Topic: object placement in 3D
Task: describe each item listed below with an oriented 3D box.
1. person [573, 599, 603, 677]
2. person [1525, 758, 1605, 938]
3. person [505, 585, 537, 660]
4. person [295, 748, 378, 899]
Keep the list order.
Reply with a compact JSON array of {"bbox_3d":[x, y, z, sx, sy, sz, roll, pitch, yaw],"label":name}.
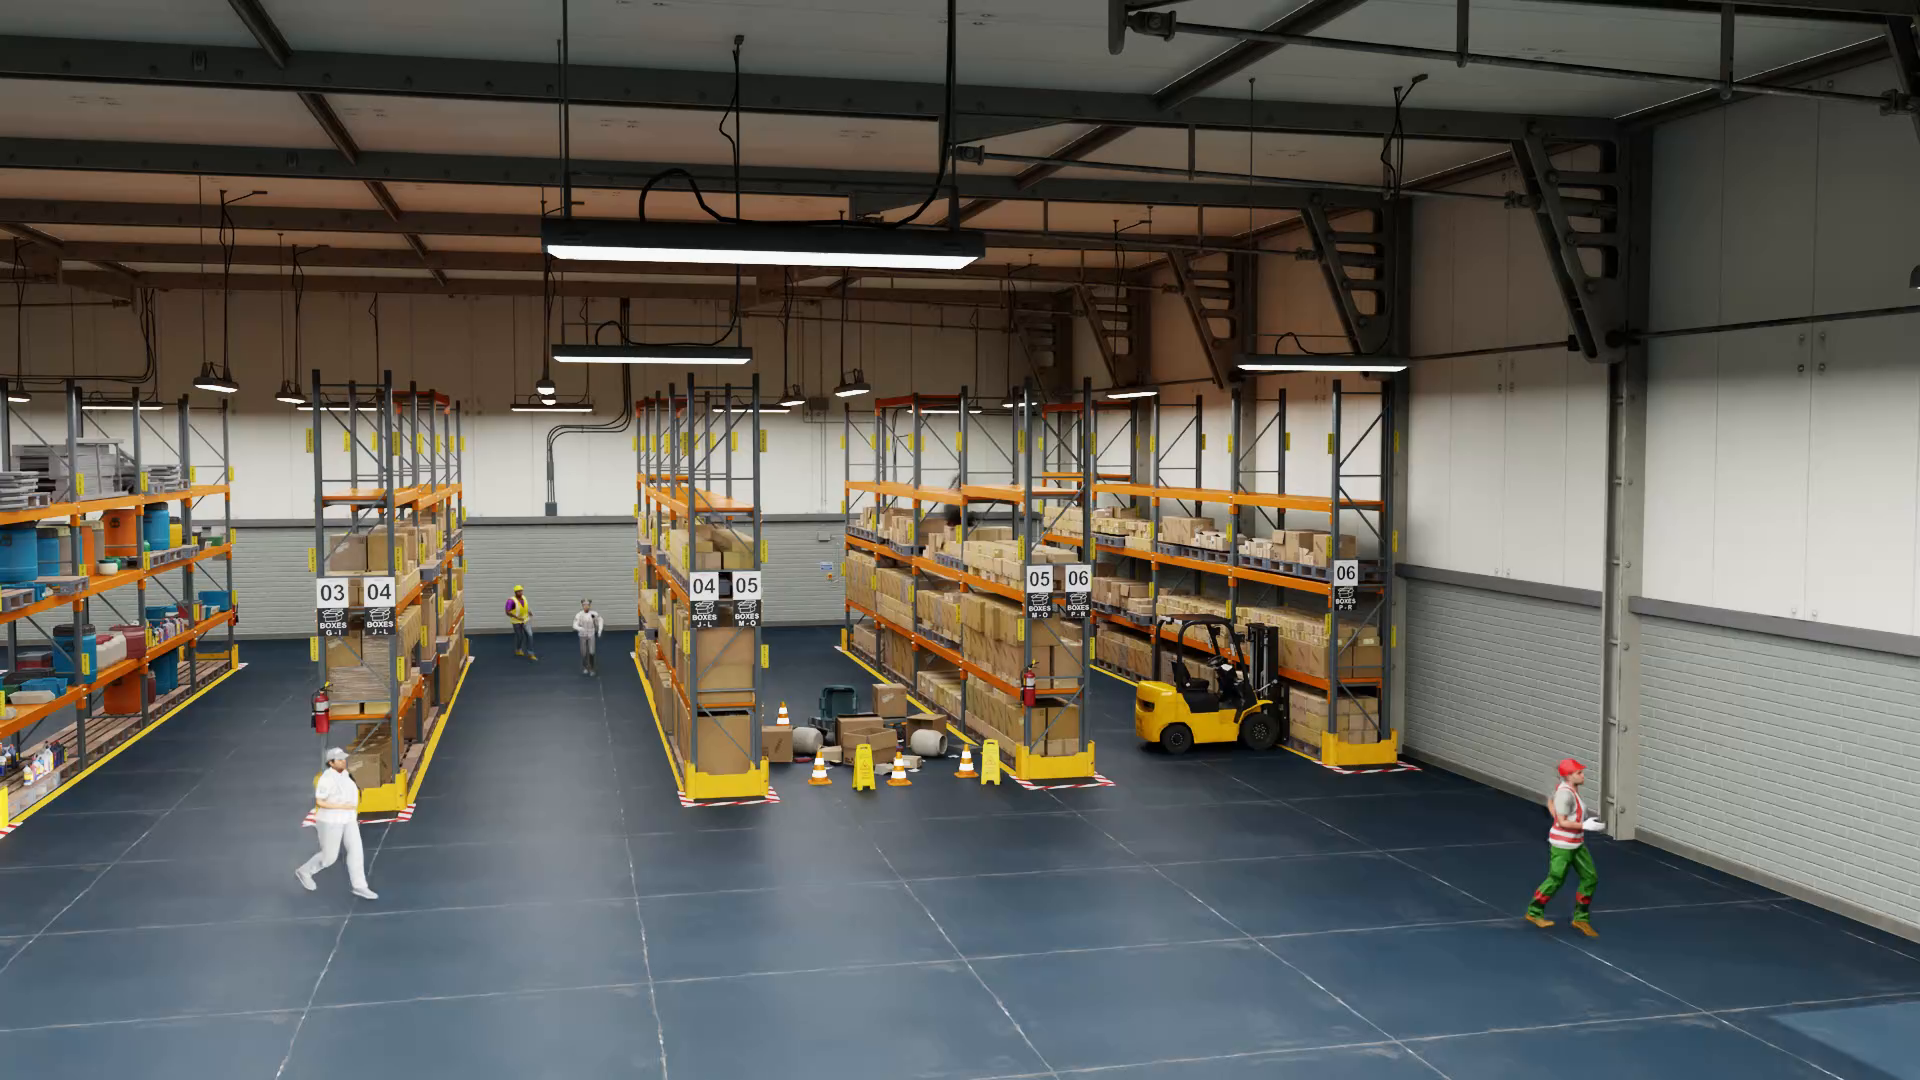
[{"bbox_3d":[-8.003,2.107,35.735,0.608,1.715,0.671,-1,3,-12],"label":"person"},{"bbox_3d":[6.169,3.134,16.913,0.788,1.836,0.637,2,4,37],"label":"person"},{"bbox_3d":[-10.295,1.932,38.649,0.739,1.795,0.783,-3,5,-43],"label":"person"},{"bbox_3d":[-6.864,3.109,18.271,0.936,1.665,0.611,1,3,16],"label":"person"}]
